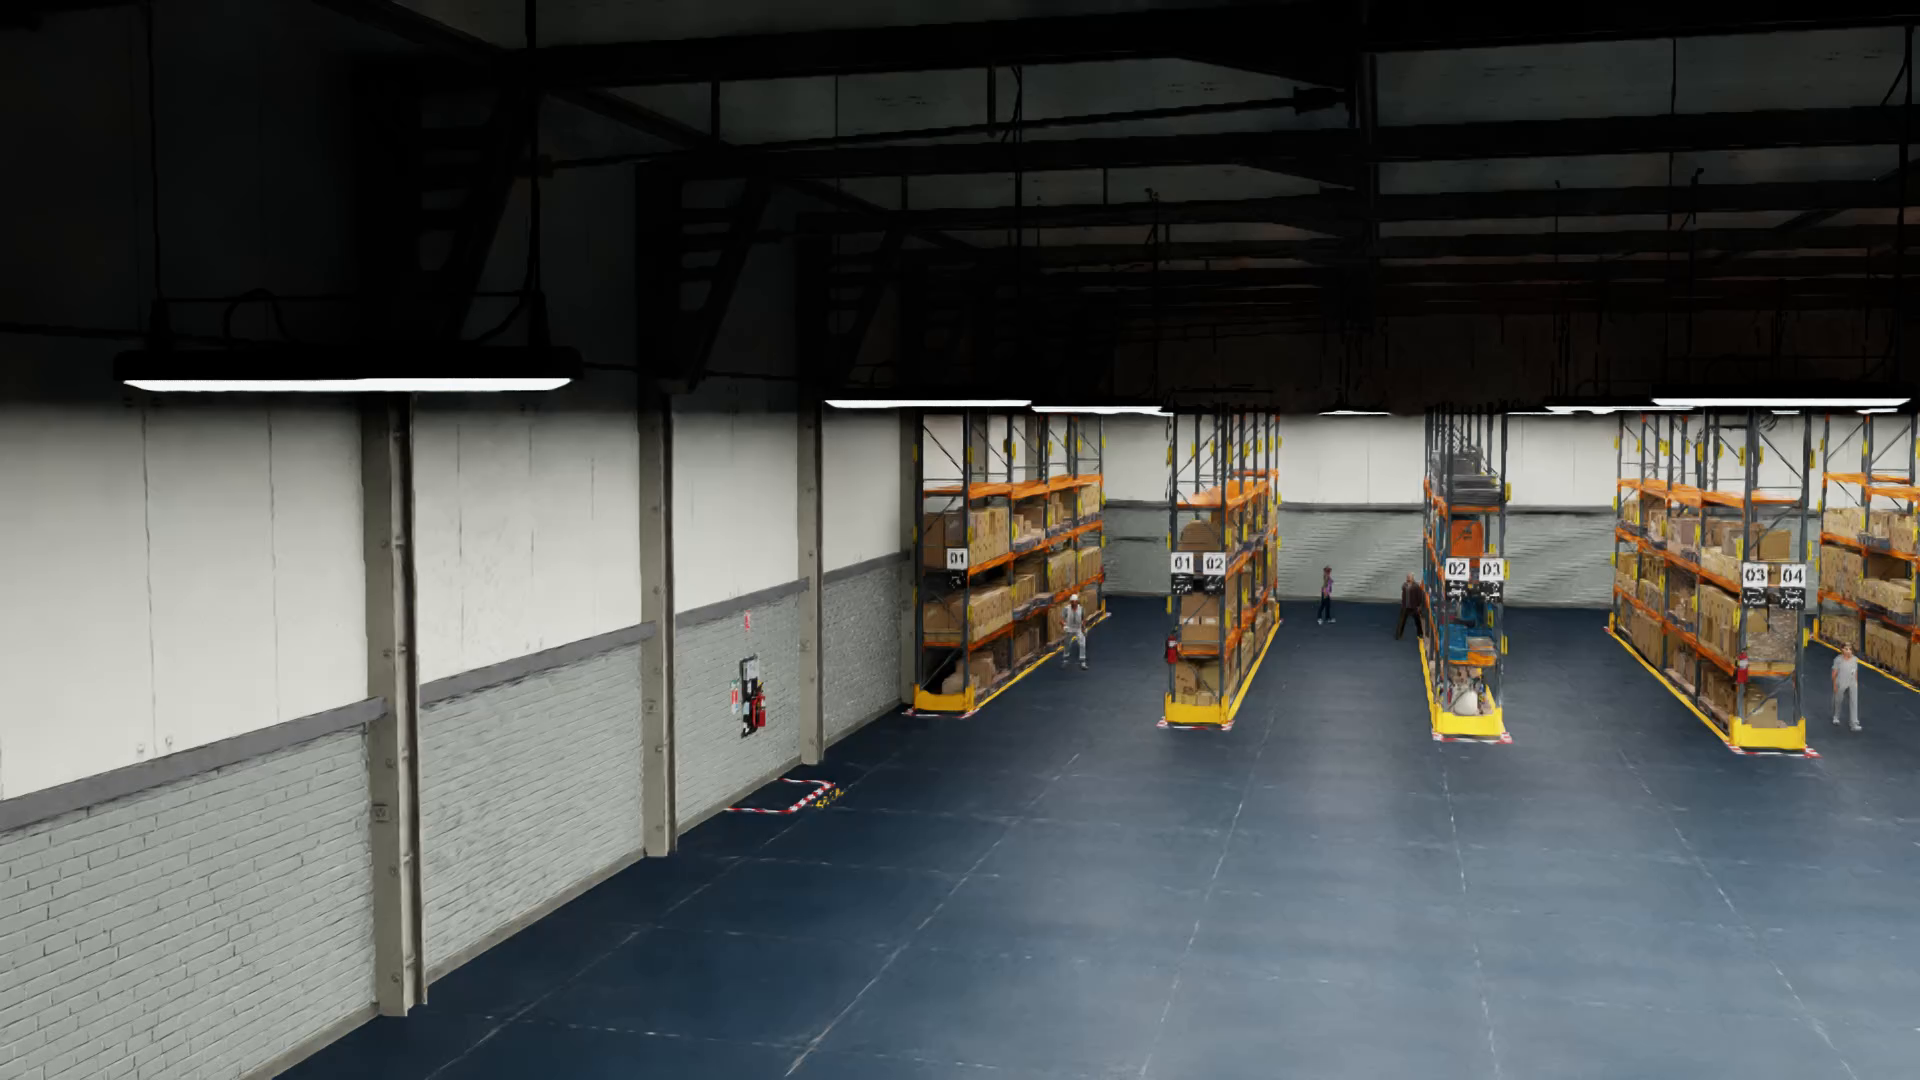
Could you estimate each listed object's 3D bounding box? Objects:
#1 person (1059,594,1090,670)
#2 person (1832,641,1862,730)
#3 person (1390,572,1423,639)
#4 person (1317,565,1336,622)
[{"bbox_3d":[2.585,2.067,37.726,0.684,1.714,0.842,0,4,-2],"label":"person"},{"bbox_3d":[16.301,2.649,30.631,0.446,1.590,1.109,1,4,17],"label":"person"},{"bbox_3d":[11.578,1.780,42.803,0.611,1.543,0.955,4,6,44],"label":"person"},{"bbox_3d":[10.224,1.496,46.435,0.470,1.594,0.526,2,5,24],"label":"person"}]
